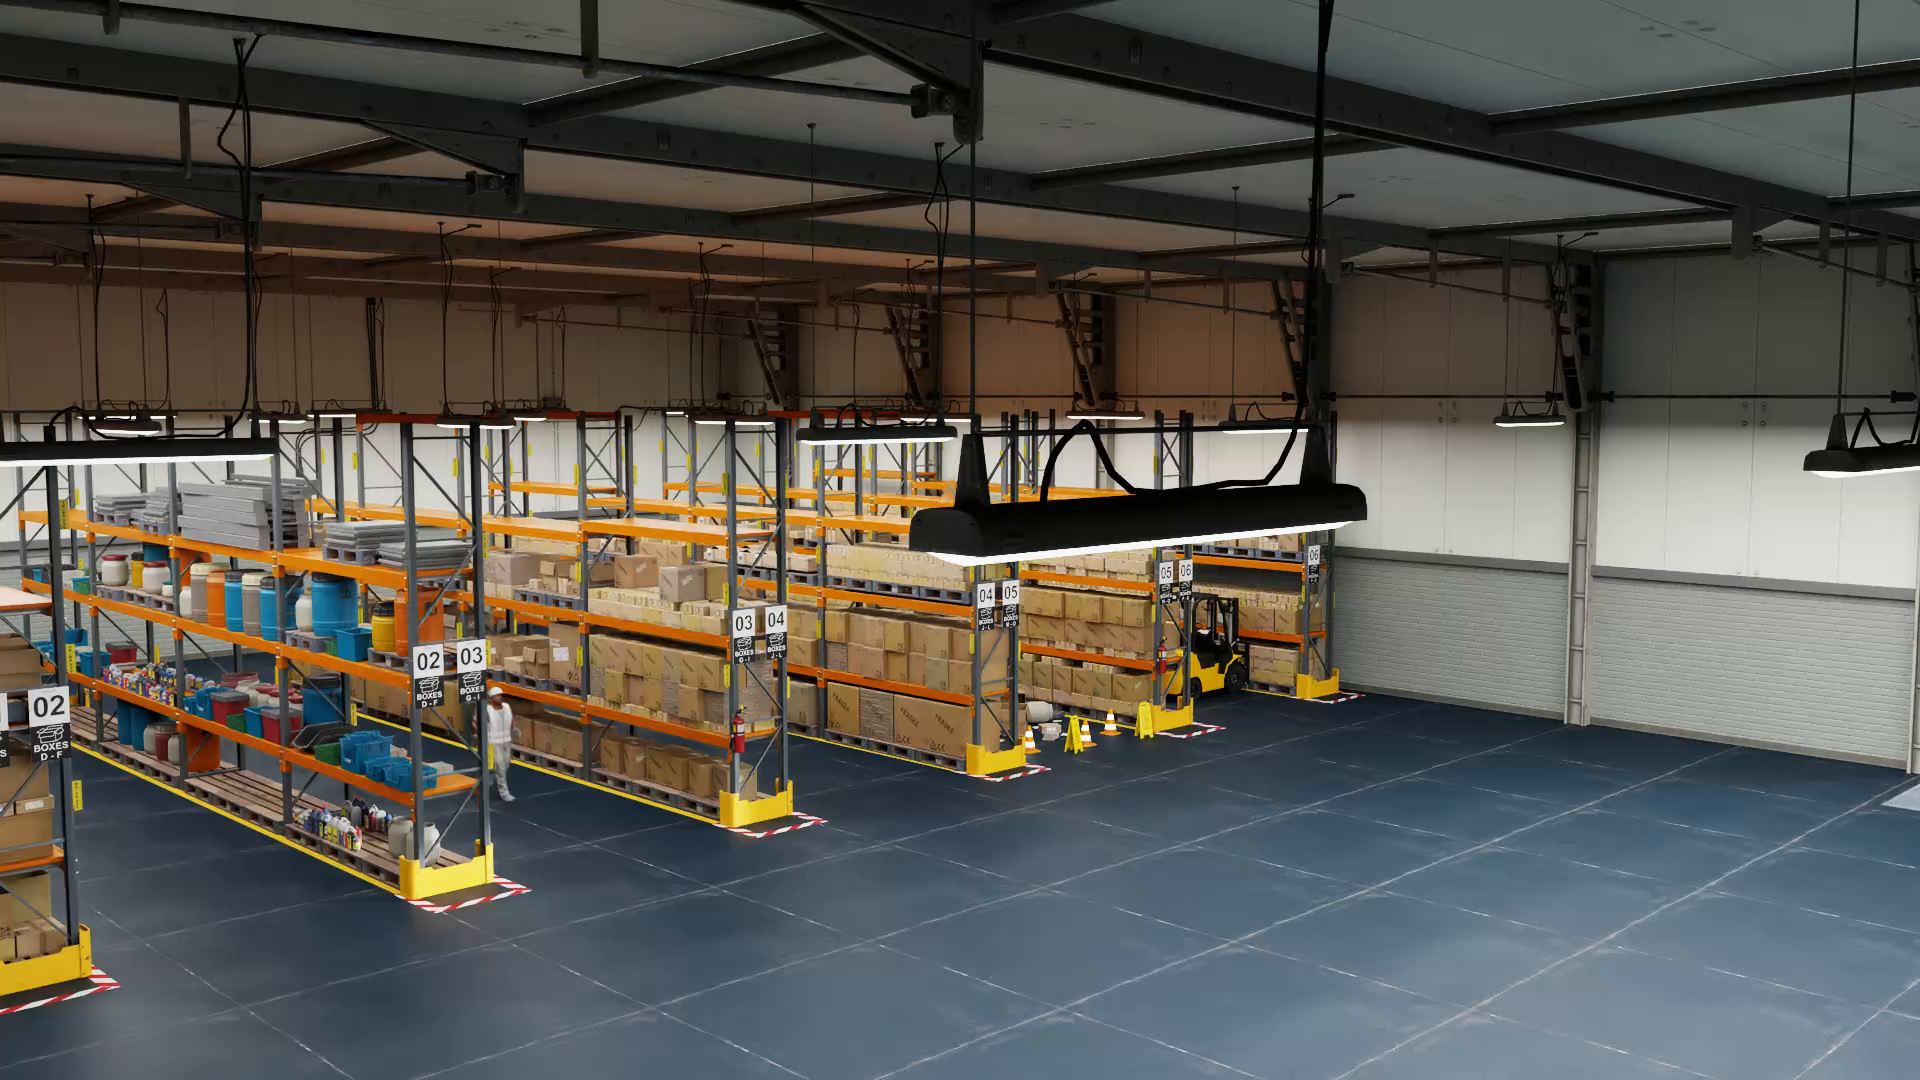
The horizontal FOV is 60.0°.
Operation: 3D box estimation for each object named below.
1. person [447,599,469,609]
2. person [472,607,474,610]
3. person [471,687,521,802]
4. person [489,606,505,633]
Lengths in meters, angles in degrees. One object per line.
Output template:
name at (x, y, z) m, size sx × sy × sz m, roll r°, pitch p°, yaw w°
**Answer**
person at (-11.919, 2.095, 39.244) m, size 0.719 × 1.725 × 0.675 m, roll 1°, pitch 5°, yaw 16°
person at (-10.992, 2.290, 37.341) m, size 0.583 × 1.616 × 0.550 m, roll -5°, pitch 7°, yaw -43°
person at (-7.296, 3.190, 26.162) m, size 0.879 × 1.776 × 0.681 m, roll 4°, pitch 6°, yaw 39°
person at (-11.420, 2.008, 40.761) m, size 0.501 × 1.659 × 0.931 m, roll -2°, pitch 5°, yaw -21°
